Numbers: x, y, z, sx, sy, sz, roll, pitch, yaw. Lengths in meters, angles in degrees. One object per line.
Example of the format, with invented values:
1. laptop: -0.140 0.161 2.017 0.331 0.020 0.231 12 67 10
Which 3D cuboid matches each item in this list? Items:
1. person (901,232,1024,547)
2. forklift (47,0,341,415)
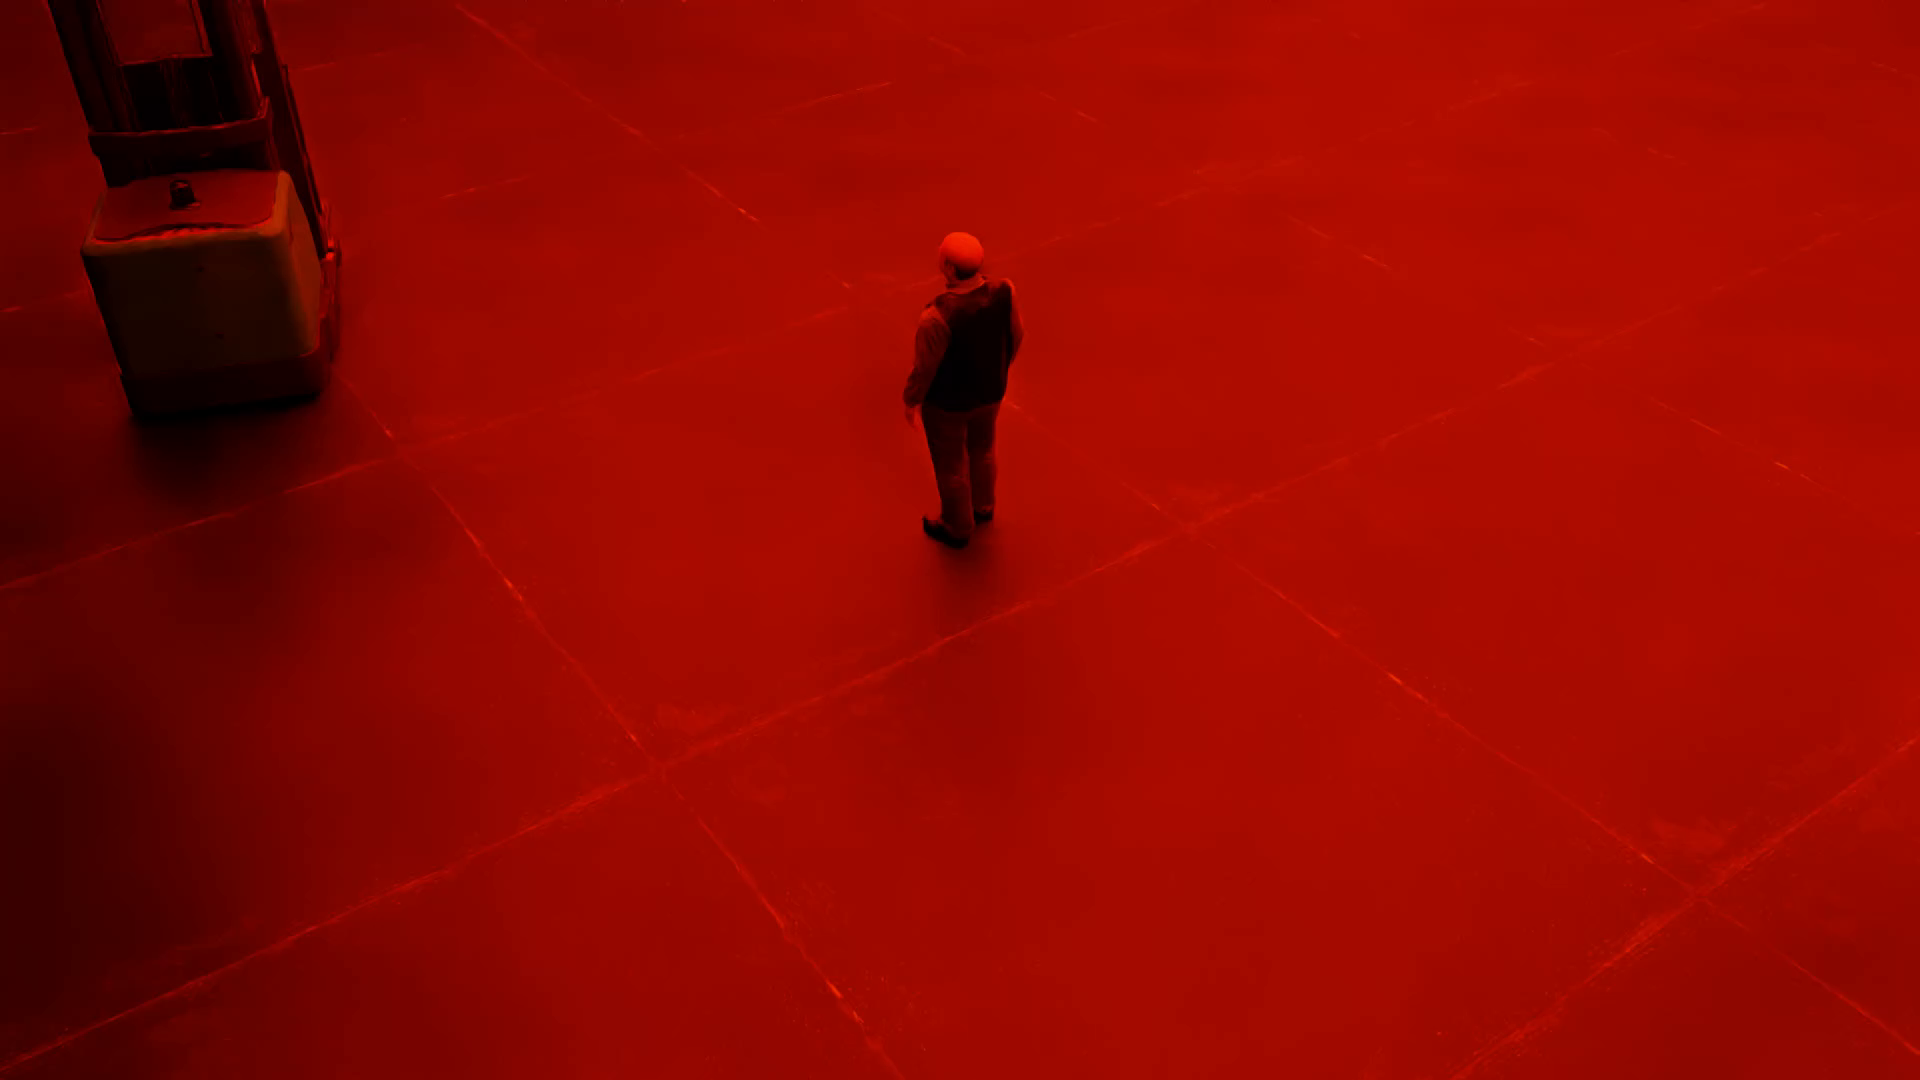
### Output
1. person: -0.030 -0.731 7.938 0.632 1.720 0.567 -23 42 -28
2. forklift: -4.497 -2.750 9.663 1.130 2.935 3.031 -9 37 -12
